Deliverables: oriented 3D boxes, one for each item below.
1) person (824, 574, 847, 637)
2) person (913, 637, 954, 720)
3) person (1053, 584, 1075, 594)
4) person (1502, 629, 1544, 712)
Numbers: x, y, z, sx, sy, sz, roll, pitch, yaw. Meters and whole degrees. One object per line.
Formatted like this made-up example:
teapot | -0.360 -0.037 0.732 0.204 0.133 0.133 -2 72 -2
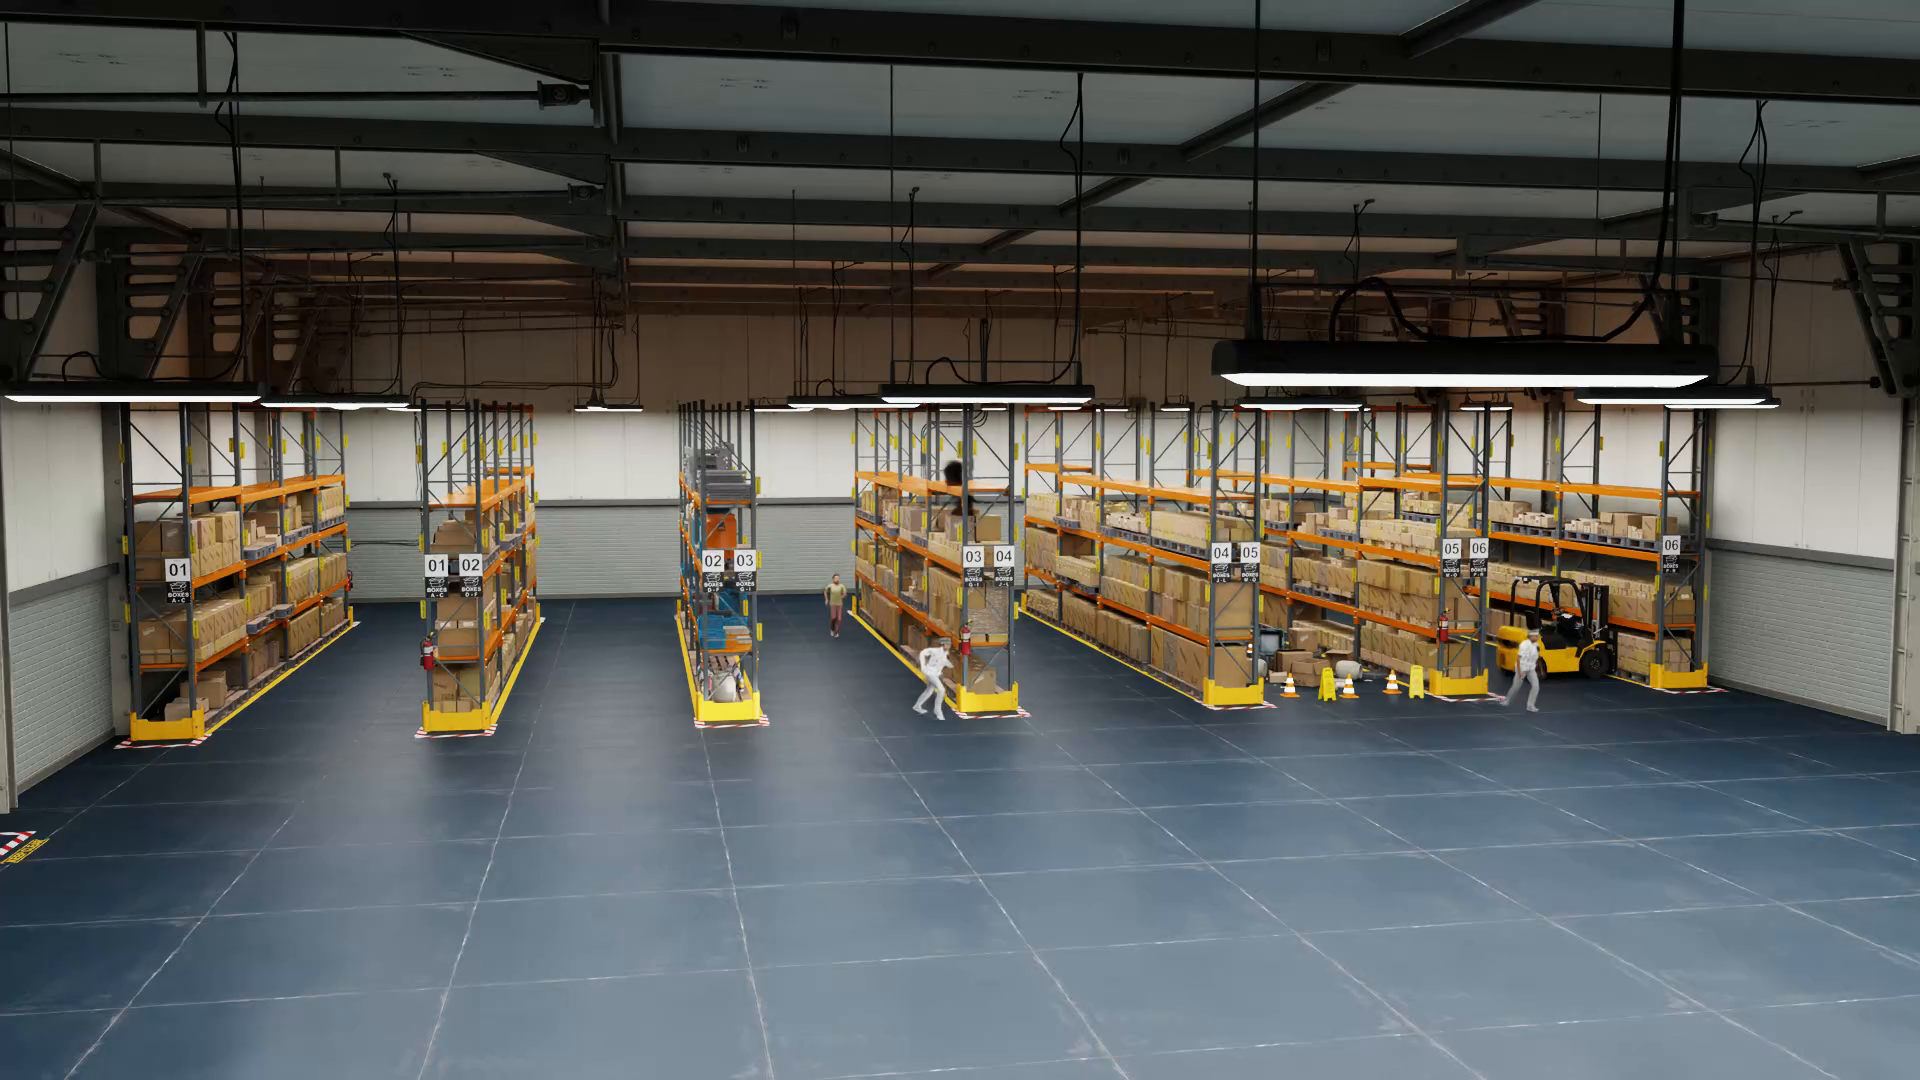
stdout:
person | -3.167 1.689 42.534 0.565 1.610 0.607 -1 4 -13
person | -0.528 2.603 31.311 0.920 1.610 0.662 3 5 37
person | 3.160 1.038 50.551 0.805 1.829 0.645 -2 5 -25
person | 10.957 2.489 32.293 0.639 1.607 0.802 -2 5 -23
